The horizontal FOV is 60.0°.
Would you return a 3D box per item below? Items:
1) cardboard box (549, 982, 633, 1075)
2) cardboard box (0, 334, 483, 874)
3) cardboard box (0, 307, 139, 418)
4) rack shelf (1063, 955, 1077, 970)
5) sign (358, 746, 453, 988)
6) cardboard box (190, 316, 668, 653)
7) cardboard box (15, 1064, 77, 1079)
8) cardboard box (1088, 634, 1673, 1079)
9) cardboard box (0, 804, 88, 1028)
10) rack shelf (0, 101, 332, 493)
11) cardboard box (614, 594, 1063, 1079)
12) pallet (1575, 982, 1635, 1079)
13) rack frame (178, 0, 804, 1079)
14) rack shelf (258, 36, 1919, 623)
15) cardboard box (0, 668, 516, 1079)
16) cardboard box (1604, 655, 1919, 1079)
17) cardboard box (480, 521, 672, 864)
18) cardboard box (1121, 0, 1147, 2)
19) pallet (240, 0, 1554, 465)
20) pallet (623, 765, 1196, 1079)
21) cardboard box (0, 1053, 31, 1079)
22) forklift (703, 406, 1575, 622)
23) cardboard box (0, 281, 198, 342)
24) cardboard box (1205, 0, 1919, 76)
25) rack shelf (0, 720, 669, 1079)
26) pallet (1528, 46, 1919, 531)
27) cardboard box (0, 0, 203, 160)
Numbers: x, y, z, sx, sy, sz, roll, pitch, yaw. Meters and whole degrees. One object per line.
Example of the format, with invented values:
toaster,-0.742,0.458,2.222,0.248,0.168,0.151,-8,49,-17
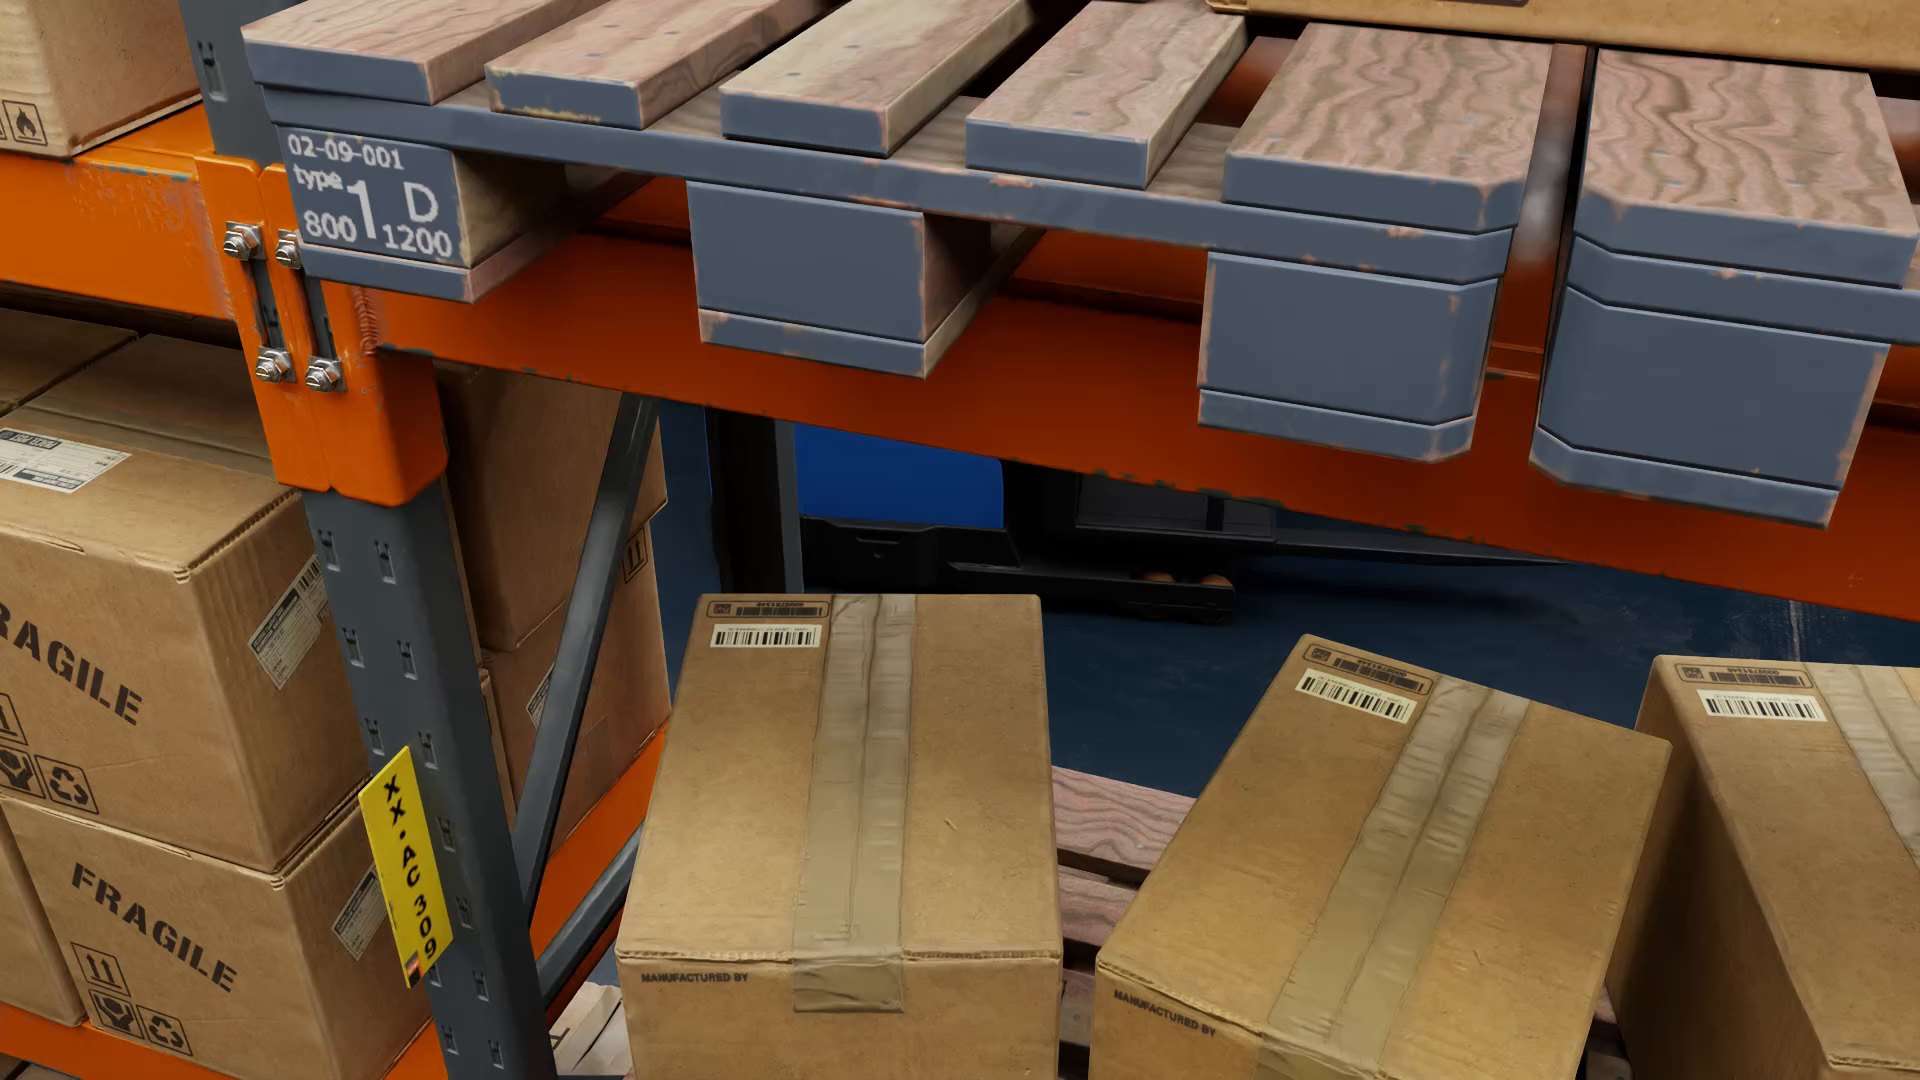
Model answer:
cardboard box,-0.826,1.250,3.622,0.500,0.311,0.500,11,34,16
cardboard box,-1.068,0.070,2.362,0.500,0.500,0.500,11,34,17
cardboard box,-1.551,-0.023,2.506,0.500,0.500,0.500,10,34,16
rack shelf,1.379,1.160,2.350,4.000,0.370,1.077,11,34,16
sign,-0.680,0.407,2.056,0.005,0.325,0.100,11,34,16
cardboard box,-0.853,-0.200,2.780,0.500,0.500,0.500,12,35,18
cardboard box,-1.842,1.340,3.482,0.500,0.311,0.500,11,34,16
cardboard box,0.535,0.568,2.125,0.500,0.500,0.700,17,36,24
cardboard box,-1.547,0.396,2.779,0.500,0.500,0.500,12,35,18
rack shelf,-2.387,-0.832,2.671,4.000,0.370,1.077,11,34,16
cardboard box,-0.134,0.475,2.270,0.500,0.500,0.700,0,33,0
pallet,1.429,0.951,2.188,1.213,0.211,1.003,11,34,16
rack frame,-0.505,0.494,2.720,0.053,2.616,0.949,11,34,16
rack shelf,1.379,-0.100,1.537,4.000,0.370,1.077,11,34,16
cardboard box,-1.061,0.490,2.634,0.500,0.500,0.500,12,35,17
cardboard box,1.180,0.566,2.129,0.500,0.500,0.700,3,33,4
cardboard box,-0.892,0.218,3.055,0.500,0.500,0.500,12,35,18
cardboard box,-0.055,-0.899,1.539,0.600,0.600,0.600,8,34,12
pallet,0.086,-0.534,1.719,1.003,0.211,1.213,11,34,16
pallet,0.211,0.775,2.461,1.213,0.211,1.003,11,34,16
cardboard box,-2.275,1.015,3.808,0.637,0.503,0.797,11,34,16
forklift,0.661,-1.251,5.486,3.031,2.935,1.130,4,33,6
cardboard box,-1.339,-0.294,2.926,0.500,0.500,0.500,10,34,15
cardboard box,0.582,-0.788,1.368,0.600,0.600,0.600,11,34,16
rack shelf,-2.387,0.428,3.484,4.000,0.370,1.077,11,34,16
pallet,1.063,-0.346,1.428,1.003,0.211,1.213,11,34,16
cardboard box,-1.052,-0.658,1.877,0.500,0.250,0.500,11,34,16
